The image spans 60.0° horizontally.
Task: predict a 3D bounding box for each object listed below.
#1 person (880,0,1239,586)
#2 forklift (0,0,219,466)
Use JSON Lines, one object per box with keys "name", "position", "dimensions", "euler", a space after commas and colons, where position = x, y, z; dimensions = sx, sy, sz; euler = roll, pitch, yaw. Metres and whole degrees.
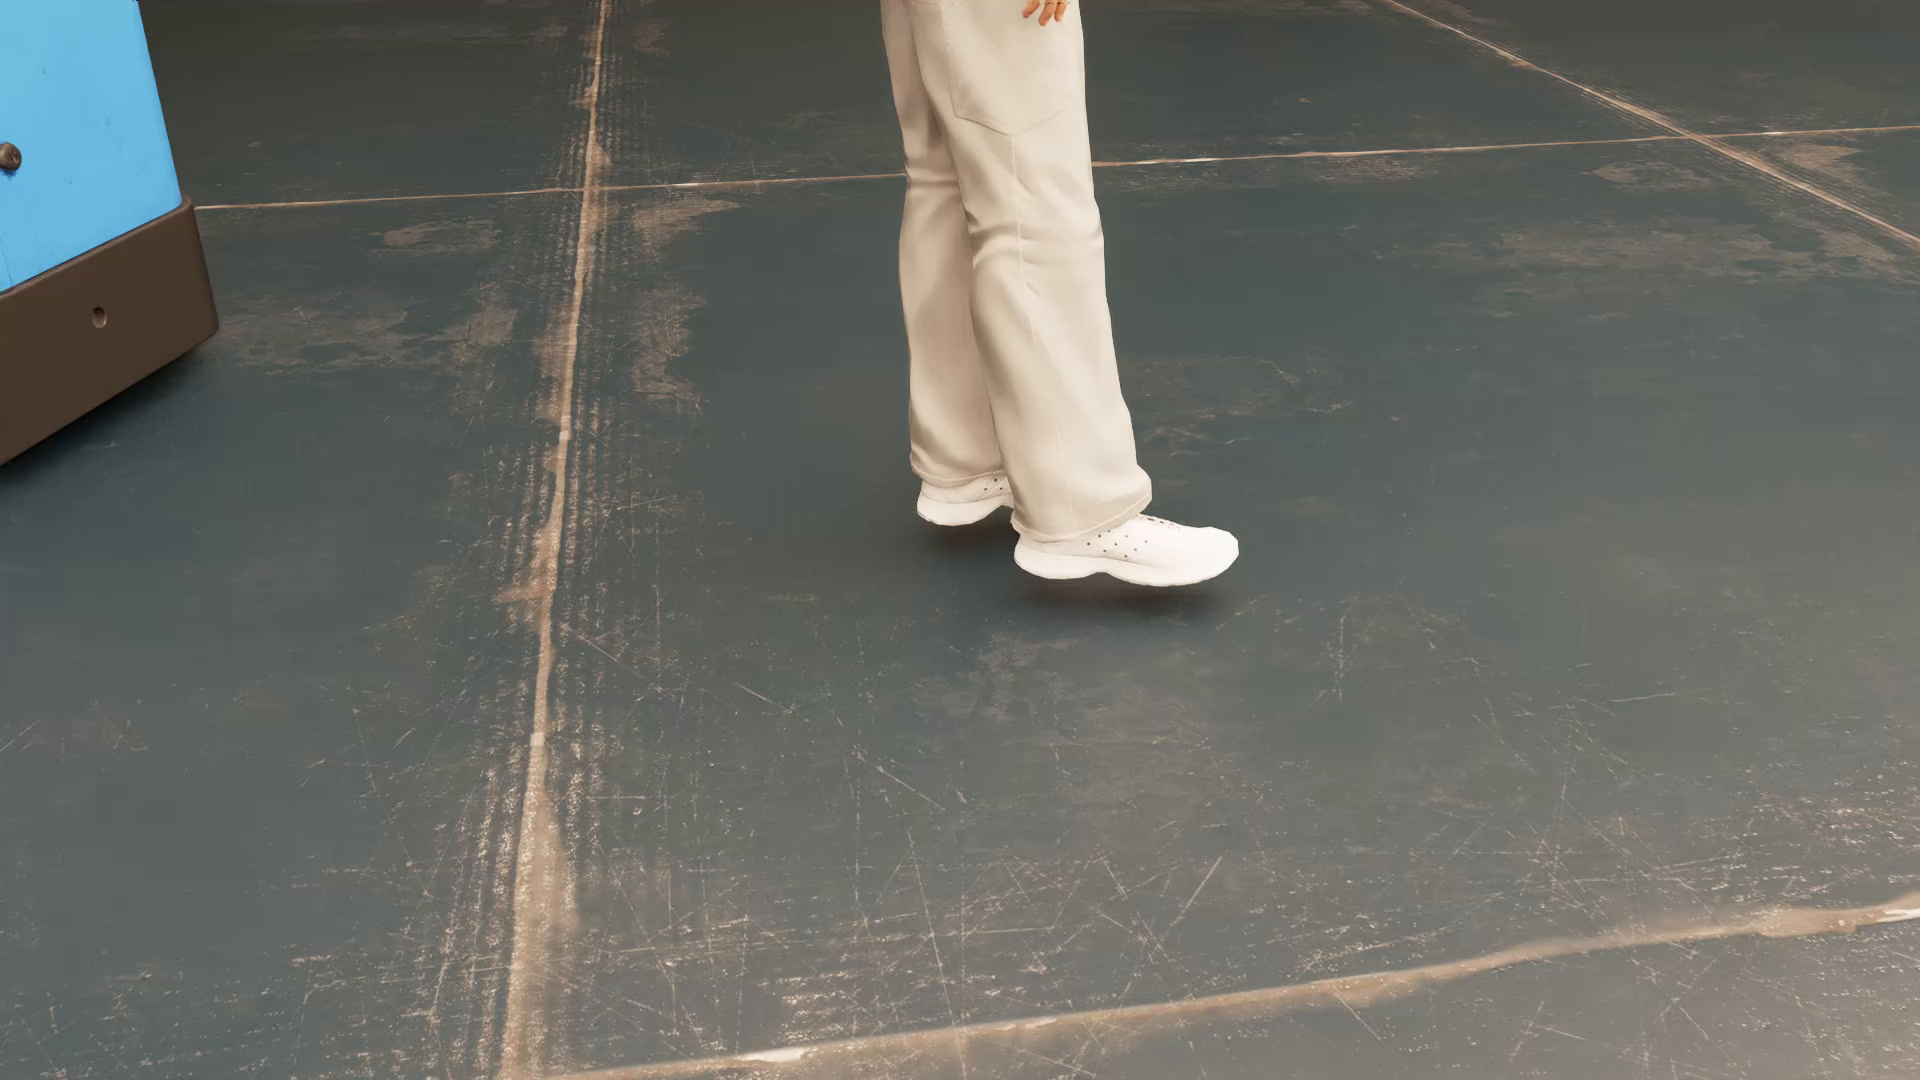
{"name": "person", "position": [0.074, -0.777, 2.087], "dimensions": [0.549, 1.664, 0.550], "euler": [-5, 28, -9]}
{"name": "forklift", "position": [-2.938, -1.542, 2.279], "dimensions": [3.031, 2.935, 1.130], "euler": [5, 28, 10]}
